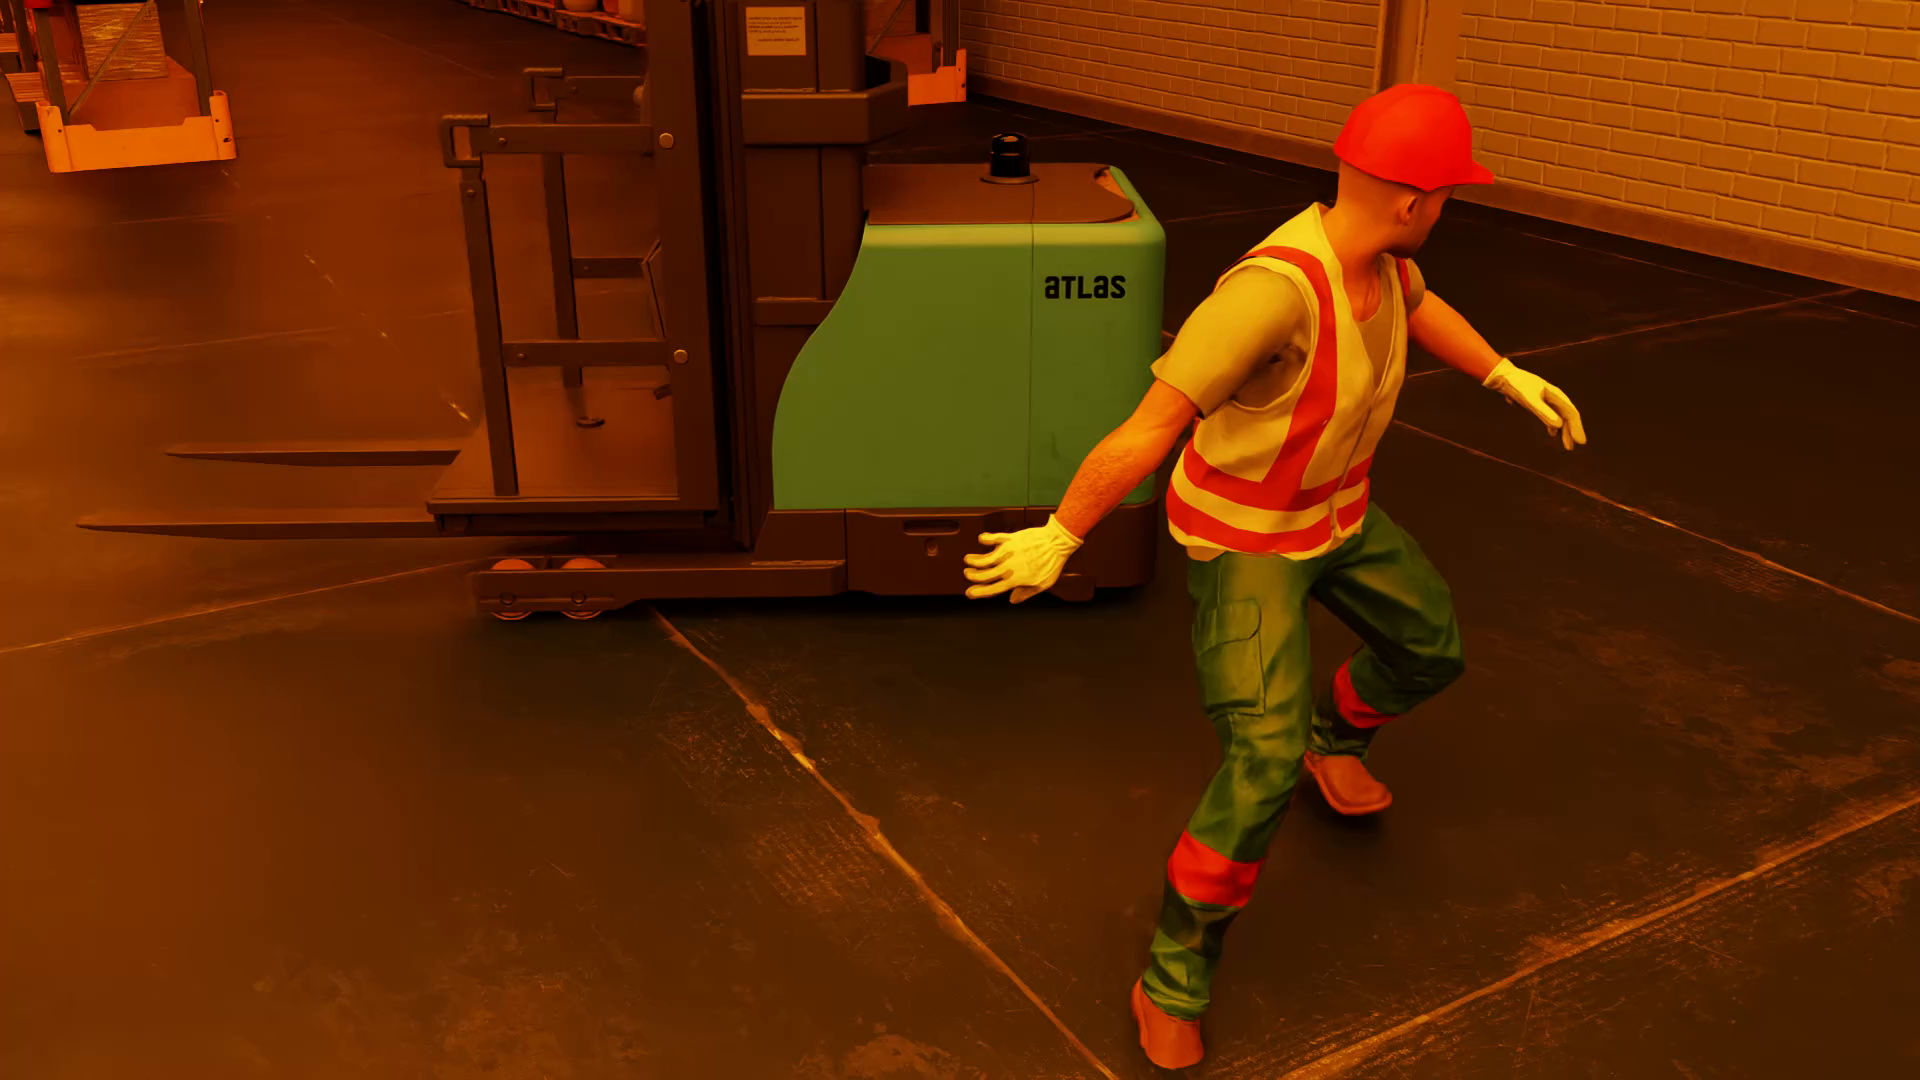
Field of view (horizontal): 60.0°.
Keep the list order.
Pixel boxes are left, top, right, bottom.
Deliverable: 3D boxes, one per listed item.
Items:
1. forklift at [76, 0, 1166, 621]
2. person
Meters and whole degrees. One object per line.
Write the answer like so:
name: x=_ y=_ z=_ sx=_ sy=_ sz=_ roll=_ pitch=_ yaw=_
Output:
forklift: x=-0.975 y=-1.338 z=4.535 sx=3.031 sy=2.935 sz=1.130 roll=-1 pitch=22 yaw=-2
person: x=0.594 y=0.049 z=3.040 sx=1.128 sy=1.732 sz=0.579 roll=-20 pitch=29 yaw=-39
